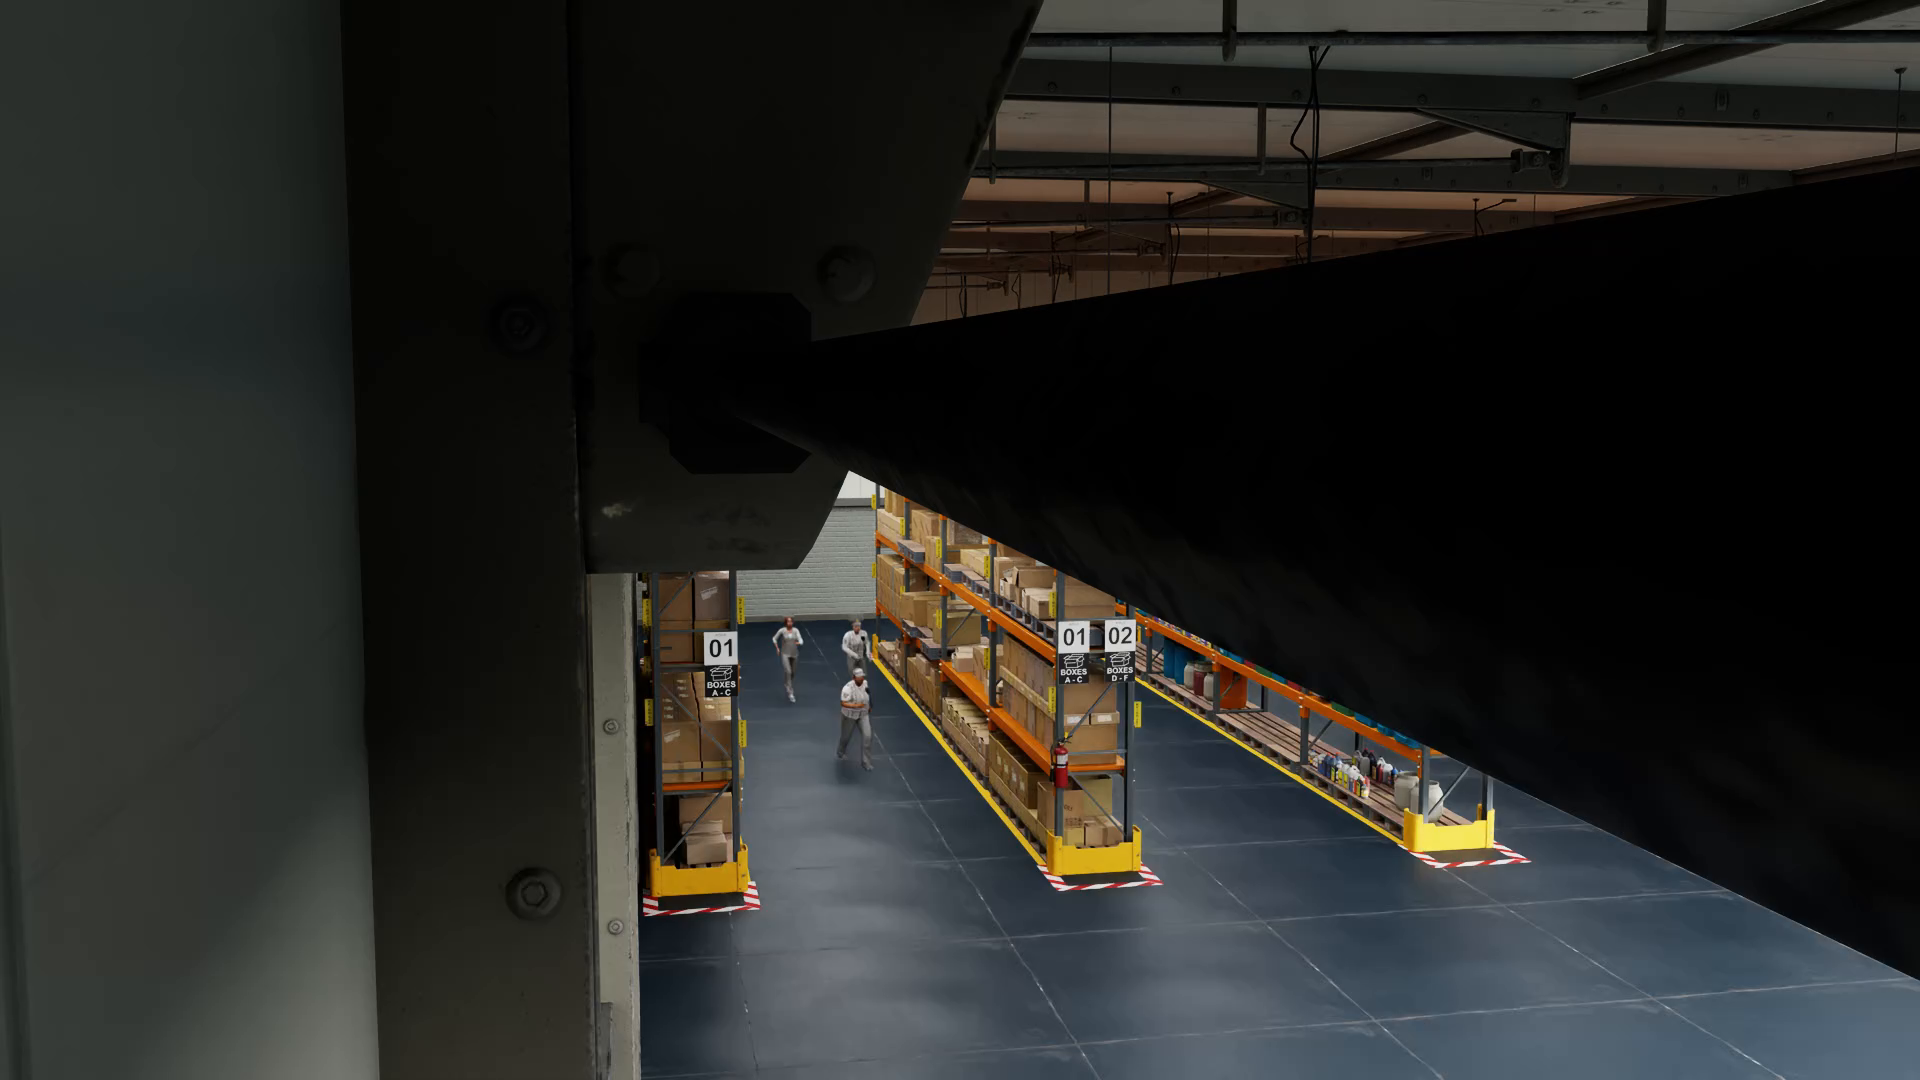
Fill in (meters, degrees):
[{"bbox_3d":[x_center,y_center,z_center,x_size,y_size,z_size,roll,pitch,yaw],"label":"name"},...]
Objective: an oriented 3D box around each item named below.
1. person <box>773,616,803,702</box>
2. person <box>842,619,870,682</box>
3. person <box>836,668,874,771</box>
[{"bbox_3d":[-3.283,2.241,31.910,0.541,1.592,0.887,-2,6,-23],"label":"person"},{"bbox_3d":[-2.008,2.264,32.080,0.595,1.575,0.722,-2,6,-20],"label":"person"},{"bbox_3d":[-1.673,2.817,26.453,0.603,1.637,0.946,-3,7,-28],"label":"person"}]
